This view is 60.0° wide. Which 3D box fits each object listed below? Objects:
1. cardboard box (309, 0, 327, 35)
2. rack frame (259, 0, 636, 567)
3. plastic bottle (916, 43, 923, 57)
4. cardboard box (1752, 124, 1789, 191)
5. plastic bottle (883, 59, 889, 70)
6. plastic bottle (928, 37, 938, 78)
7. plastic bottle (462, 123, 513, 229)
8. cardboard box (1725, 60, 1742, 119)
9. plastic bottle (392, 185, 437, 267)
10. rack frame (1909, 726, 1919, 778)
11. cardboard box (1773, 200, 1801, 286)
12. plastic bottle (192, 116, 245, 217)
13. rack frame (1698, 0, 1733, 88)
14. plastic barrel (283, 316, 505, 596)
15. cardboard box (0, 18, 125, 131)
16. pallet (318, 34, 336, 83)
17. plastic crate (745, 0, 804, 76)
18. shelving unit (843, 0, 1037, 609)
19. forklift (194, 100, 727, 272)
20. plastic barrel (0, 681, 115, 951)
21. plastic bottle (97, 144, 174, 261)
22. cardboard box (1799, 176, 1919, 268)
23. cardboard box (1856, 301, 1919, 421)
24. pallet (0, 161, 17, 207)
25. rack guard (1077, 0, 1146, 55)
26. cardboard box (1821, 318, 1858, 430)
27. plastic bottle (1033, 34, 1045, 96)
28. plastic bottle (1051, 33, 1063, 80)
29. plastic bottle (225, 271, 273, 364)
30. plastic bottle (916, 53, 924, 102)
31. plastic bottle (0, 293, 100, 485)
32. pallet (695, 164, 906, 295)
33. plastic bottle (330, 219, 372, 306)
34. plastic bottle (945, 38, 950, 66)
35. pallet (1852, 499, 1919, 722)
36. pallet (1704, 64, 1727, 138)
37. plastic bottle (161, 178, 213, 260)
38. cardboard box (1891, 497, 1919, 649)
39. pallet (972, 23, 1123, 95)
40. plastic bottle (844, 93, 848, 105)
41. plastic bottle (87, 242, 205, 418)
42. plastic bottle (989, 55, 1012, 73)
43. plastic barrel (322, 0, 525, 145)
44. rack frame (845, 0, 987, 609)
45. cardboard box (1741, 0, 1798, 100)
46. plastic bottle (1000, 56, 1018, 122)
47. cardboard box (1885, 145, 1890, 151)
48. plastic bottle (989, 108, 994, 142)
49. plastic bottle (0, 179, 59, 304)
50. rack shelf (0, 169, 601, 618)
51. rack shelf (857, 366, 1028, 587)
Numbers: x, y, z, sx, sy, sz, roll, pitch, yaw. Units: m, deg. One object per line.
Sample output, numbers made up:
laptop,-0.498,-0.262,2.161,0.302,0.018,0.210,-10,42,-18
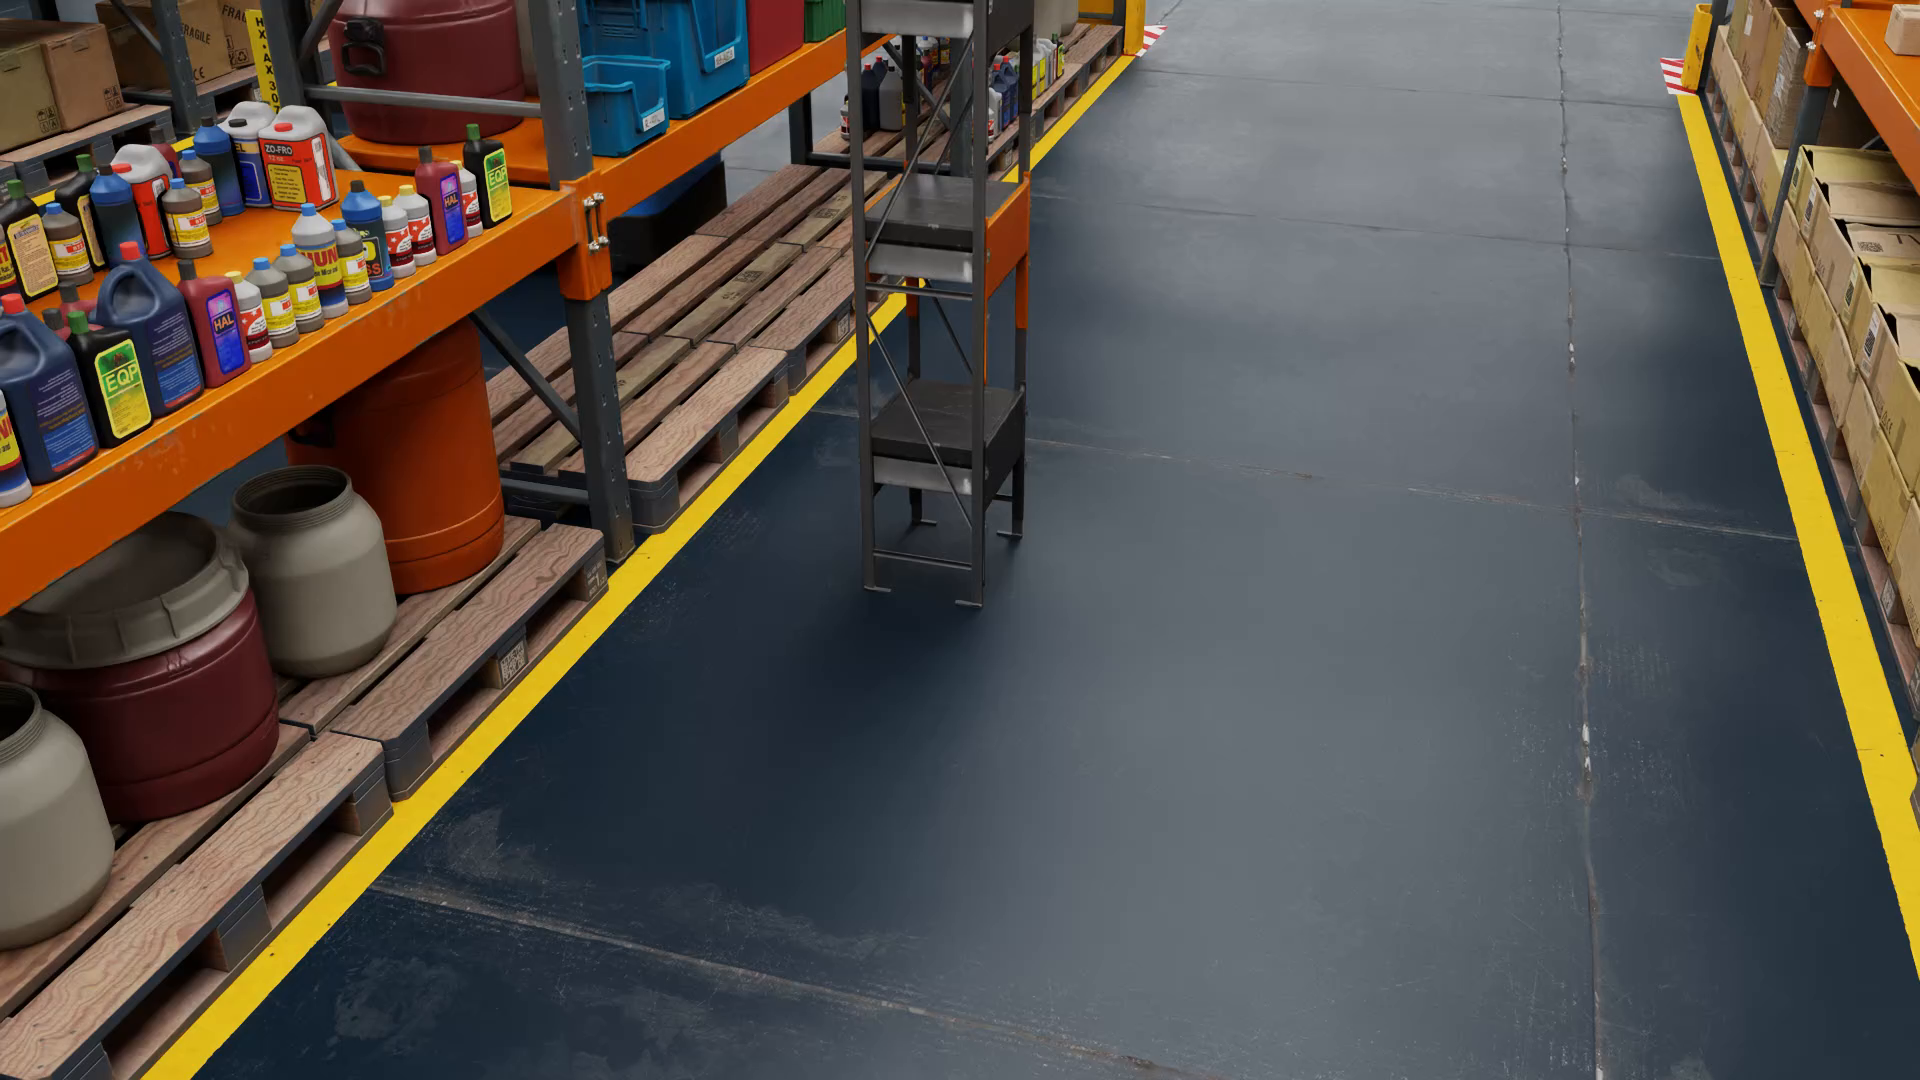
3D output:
cardboard box,-4.742,-3.725,11.500,0.500,0.500,0.500,6,30,10
rack frame,-1.605,-1.321,5.039,1.000,3.000,0.127,8,30,15
plastic bottle,-0.276,-2.941,10.305,0.097,0.271,0.097,0,29,0
cardboard box,4.387,-1.931,8.532,0.500,0.250,0.500,8,30,15
plastic bottle,-0.453,-2.696,9.853,0.061,0.283,0.133,11,31,18
plastic bottle,-0.187,-3.081,10.558,0.097,0.271,0.097,0,29,0
plastic bottle,-1.316,-1.021,4.620,0.061,0.283,0.133,8,30,15
cardboard box,4.817,-2.630,9.788,0.500,0.250,0.500,8,30,15
plastic bottle,-1.435,-0.827,4.356,0.097,0.201,0.097,0,29,0
rack frame,3.129,-0.612,3.765,1.000,3.000,0.127,8,30,15
cardboard box,3.948,-1.301,7.400,0.500,0.250,0.500,8,30,14
plastic bottle,-2.101,-1.060,4.702,0.097,0.271,0.097,0,29,0
rack frame,5.477,-4.330,10.449,1.000,3.000,0.127,8,30,15
plastic barrel,-1.732,-0.326,5.052,0.600,0.830,0.708,8,30,15
cardboard box,-5.366,-2.704,9.644,0.700,0.500,0.500,6,30,11
pallet,-4.646,-3.554,11.922,1.003,0.211,1.213,8,30,15
plastic crate,-0.838,-2.056,6.295,0.402,0.464,0.583,8,30,15
shelving unit,-0.049,-0.841,5.101,0.431,2.100,0.503,8,30,15
forklift,-2.802,-2.925,7.992,3.031,2.935,1.130,6,30,10
plastic barrel,-2.144,0.612,3.691,0.421,0.512,0.421,0,29,0
plastic bottle,-2.177,-0.897,4.404,0.152,0.276,0.135,8,30,15
cardboard box,3.792,-1.310,6.839,0.500,0.311,0.500,8,30,14
cardboard box,3.345,-0.595,5.553,0.500,0.311,0.500,8,30,15
pallet,-5.749,-1.737,8.656,1.003,0.211,1.213,8,30,15
rack guard,0.766,-3.904,12.254,1.175,0.500,0.348,8,30,15
cardboard box,3.497,-0.586,6.115,0.500,0.250,0.500,9,30,16
plastic bottle,0.438,-2.902,10.154,0.144,0.351,0.185,10,31,17
plastic bottle,0.607,-3.071,10.527,0.061,0.283,0.133,9,30,16
plastic bottle,-1.635,-0.510,3.786,0.097,0.201,0.097,0,29,0
plastic bottle,-0.261,-2.762,9.971,0.061,0.283,0.133,8,30,15
plastic bottle,-1.831,-0.304,3.261,0.144,0.351,0.185,8,30,15
pallet,-0.624,-1.591,8.393,1.003,0.211,1.213,8,30,15
plastic bottle,-1.520,-0.691,4.112,0.097,0.201,0.097,0,29,0
plastic bottle,-0.087,-3.241,10.844,0.097,0.271,0.097,0,29,0
pallet,3.408,0.229,5.121,1.003,0.211,1.213,8,30,15
pallet,5.293,-2.750,10.477,1.003,0.211,1.213,8,30,15
plastic bottle,-2.052,-0.855,4.406,0.097,0.201,0.097,0,29,0
cardboard box,3.051,0.126,4.834,0.500,0.250,0.500,9,30,16
pallet,0.523,-3.401,11.647,1.003,0.211,1.213,8,30,15
plastic bottle,-0.605,-2.456,9.421,0.061,0.283,0.133,10,31,17
plastic bottle,-1.738,-0.451,3.527,0.144,0.351,0.185,8,30,15
plastic bottle,0.234,-2.793,10.034,0.152,0.276,0.135,8,30,15
plastic barrel,-1.758,-1.639,5.471,0.600,0.536,0.708,8,30,15
rack frame,-0.120,-0.727,4.897,0.400,2.100,0.015,8,30,15
cardboard box,4.665,-2.726,9.189,0.500,0.500,0.500,8,30,15
plastic bottle,0.258,-2.618,9.643,0.144,0.351,0.185,7,30,13
cardboard box,4.878,-2.185,8.218,0.500,0.500,0.500,8,30,15
plastic bottle,0.142,-2.329,9.278,0.097,0.201,0.097,0,29,0
plastic bottle,-2.327,-0.737,4.109,0.061,0.283,0.133,8,30,15
rack shelf,-2.192,-0.077,3.543,1.077,0.370,4.000,8,30,15
rack shelf,-0.049,-0.217,5.448,0.431,0.518,0.480,8,30,15
